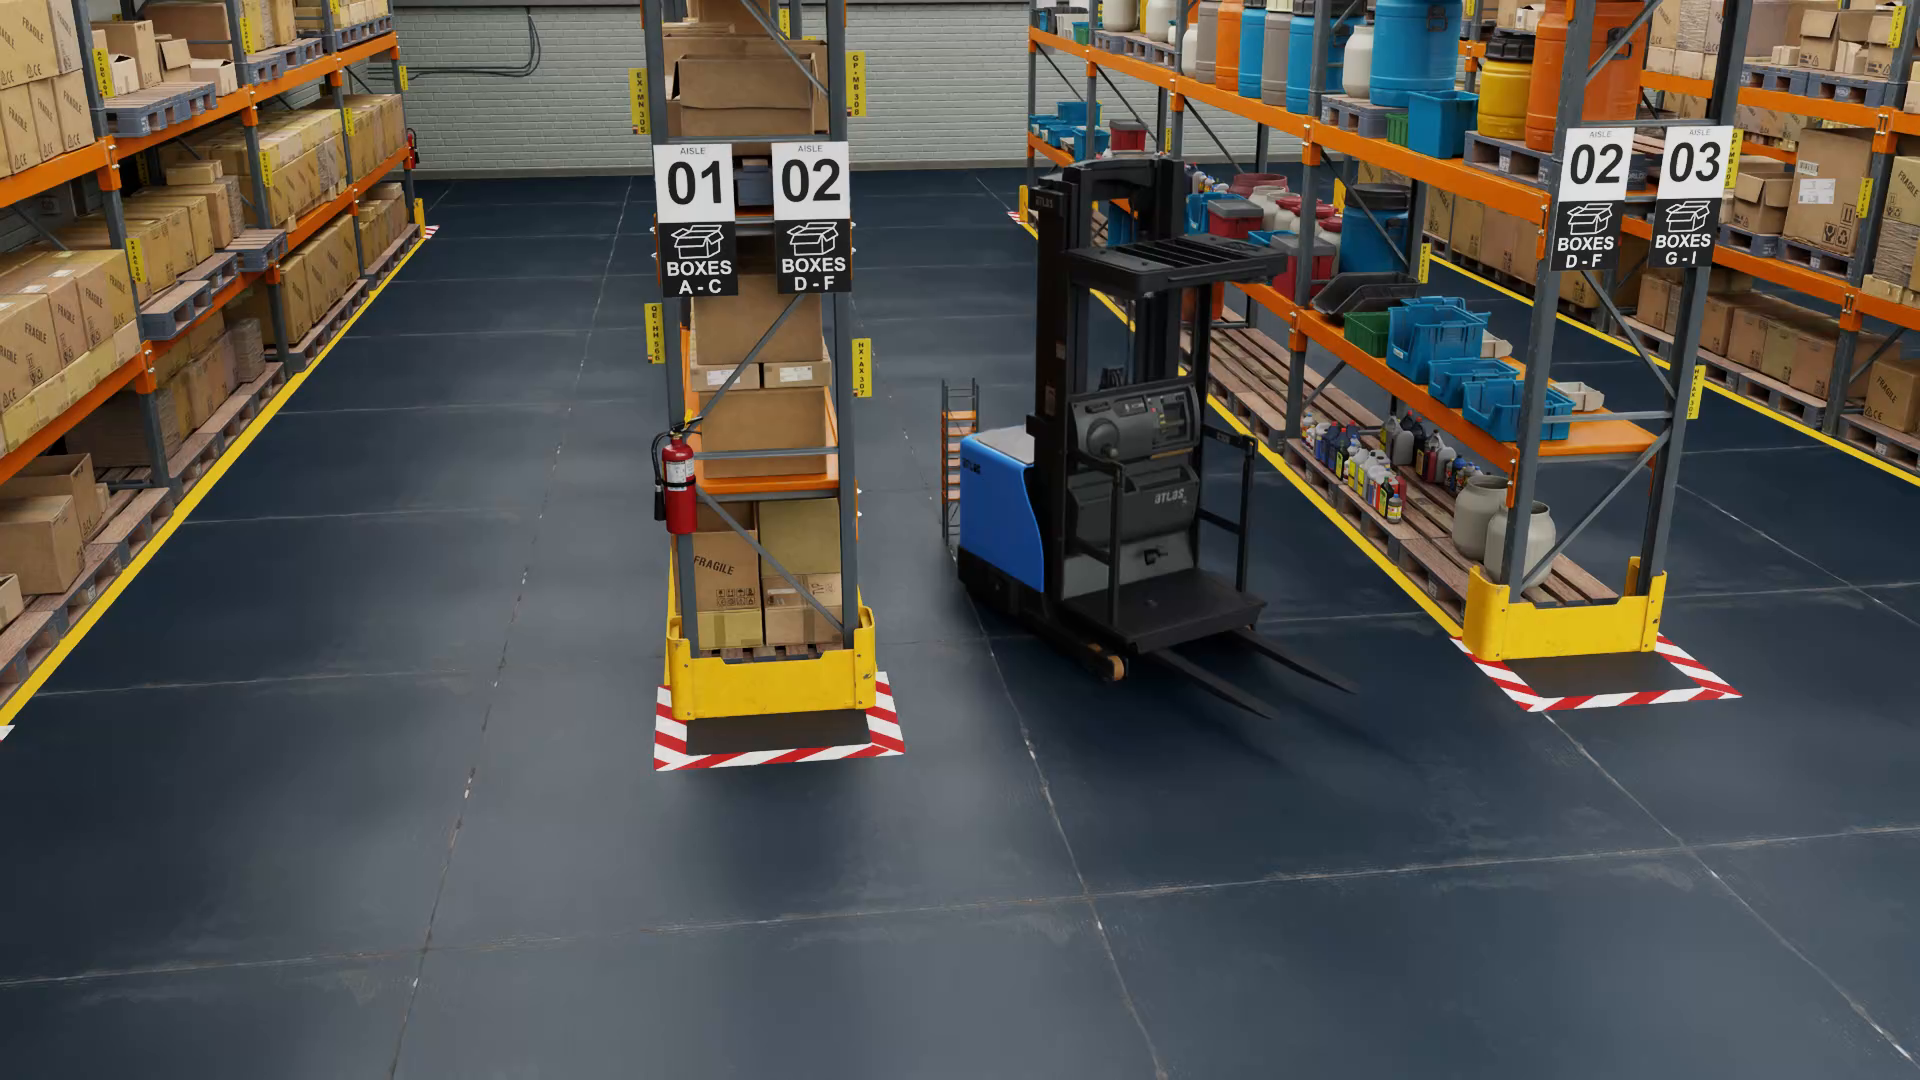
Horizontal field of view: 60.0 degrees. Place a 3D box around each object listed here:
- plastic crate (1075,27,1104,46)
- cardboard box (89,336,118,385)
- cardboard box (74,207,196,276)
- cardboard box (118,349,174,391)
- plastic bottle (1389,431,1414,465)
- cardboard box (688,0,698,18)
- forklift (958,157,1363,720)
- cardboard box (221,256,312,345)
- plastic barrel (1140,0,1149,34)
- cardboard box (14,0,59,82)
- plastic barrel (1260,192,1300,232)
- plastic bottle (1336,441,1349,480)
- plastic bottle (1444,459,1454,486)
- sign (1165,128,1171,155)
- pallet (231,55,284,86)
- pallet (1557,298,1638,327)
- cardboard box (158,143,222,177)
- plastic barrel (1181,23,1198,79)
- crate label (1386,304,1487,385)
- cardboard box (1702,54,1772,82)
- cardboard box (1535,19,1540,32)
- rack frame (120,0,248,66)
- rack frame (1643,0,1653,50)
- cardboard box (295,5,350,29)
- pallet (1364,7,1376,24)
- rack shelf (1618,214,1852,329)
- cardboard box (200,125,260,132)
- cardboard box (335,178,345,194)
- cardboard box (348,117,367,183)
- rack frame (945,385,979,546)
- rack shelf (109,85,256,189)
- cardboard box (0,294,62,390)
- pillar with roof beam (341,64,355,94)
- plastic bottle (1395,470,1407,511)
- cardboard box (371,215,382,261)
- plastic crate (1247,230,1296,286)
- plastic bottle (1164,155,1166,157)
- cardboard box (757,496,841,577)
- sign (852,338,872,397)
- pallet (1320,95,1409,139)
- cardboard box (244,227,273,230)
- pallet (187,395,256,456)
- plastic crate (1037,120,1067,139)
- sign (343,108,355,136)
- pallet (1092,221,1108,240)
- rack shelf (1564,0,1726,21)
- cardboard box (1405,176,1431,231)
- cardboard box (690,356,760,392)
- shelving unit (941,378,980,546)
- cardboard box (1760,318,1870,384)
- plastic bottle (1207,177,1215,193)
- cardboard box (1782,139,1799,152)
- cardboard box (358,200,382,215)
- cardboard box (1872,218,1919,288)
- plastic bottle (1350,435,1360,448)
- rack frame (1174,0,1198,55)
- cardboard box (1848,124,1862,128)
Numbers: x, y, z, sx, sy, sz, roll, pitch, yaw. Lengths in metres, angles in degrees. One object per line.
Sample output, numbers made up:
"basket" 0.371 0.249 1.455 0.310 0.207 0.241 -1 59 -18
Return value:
"plastic crate" 1.725 -6.314 20.849 0.450 0.188 0.662 -3 21 -8
"cardboard box" -6.133 -1.224 11.393 0.500 0.250 0.500 -3 21 -8
"cardboard box" -6.804 -2.458 13.738 0.700 0.500 0.500 0 20 0
"cardboard box" -6.754 -1.399 13.548 0.500 0.250 0.500 -3 21 -9
"plastic bottle" 3.501 -0.746 13.189 0.152 0.276 0.135 -3 21 -8
"cardboard box" -2.622 -5.684 17.973 0.600 0.600 0.600 -4 21 -10
"forklift" 1.185 -0.707 9.920 1.130 2.935 3.031 -12 24 -29
"cardboard box" -7.118 -2.443 16.941 0.750 0.750 0.750 -3 21 -8
"plastic barrel" 2.418 -6.261 19.535 0.600 0.588 0.600 0 20 0
"cardboard box" -6.134 -3.186 10.573 0.500 0.500 0.500 -2 21 -5
"plastic barrel" 3.082 -3.052 15.942 0.421 0.512 0.421 0 20 0
"plastic bottle" 2.954 -0.615 12.829 0.061 0.283 0.133 -2 21 -5
"plastic bottle" 3.755 -0.519 12.689 0.097 0.201 0.097 0 20 0
"sign" 2.630 -5.033 21.009 0.100 0.325 0.005 -3 21 -8
"pallet" -7.287 -4.529 16.037 1.213 0.211 1.003 -2 21 -5
"pallet" 7.524 -2.712 19.175 1.003 0.211 1.213 -3 21 -8
"cardboard box" -7.463 -3.682 16.120 0.500 0.250 0.500 -2 21 -6
"plastic barrel" 2.404 -4.826 16.403 0.421 0.512 0.421 0 20 0
"crate label" 3.282 -1.362 11.524 0.502 0.435 0.616 -3 21 -8
"cardboard box" 7.536 -4.545 16.026 0.500 0.250 0.500 -2 21 -7
"cardboard box" 7.053 -6.087 19.699 0.380 0.149 0.250 -4 21 -10
"rack frame" -7.141 -5.802 14.889 1.000 3.000 0.127 -3 21 -8
"rack frame" 7.563 -6.552 16.896 1.000 3.000 0.127 -3 21 -8
"cardboard box" -7.557 -6.208 19.734 0.500 0.250 0.500 -3 21 -8
"pallet" 6.527 -7.618 24.166 1.003 0.211 1.213 -3 21 -8
"rack shelf" 7.852 -2.712 16.218 1.077 0.370 4.000 -3 21 -8
"cardboard box" -7.679 -4.216 17.549 0.500 0.250 0.500 -3 21 -9
"cardboard box" -7.329 -4.079 19.182 0.380 0.149 0.250 -3 21 -7
"cardboard box" -7.780 -4.706 20.100 0.980 0.700 0.700 -3 21 -7
"rack frame" 0.015 -0.525 11.908 0.240 1.200 0.006 -3 21 -8
"rack shelf" -6.853 -3.367 13.686 1.077 0.370 4.000 -3 21 -8
"cardboard box" -5.975 -1.222 10.314 0.500 0.500 0.500 -2 21 -6
"pillar with roof beam" -5.280 -9.680 25.273 9.100 9.000 0.400 -3 21 -8
"plastic bottle" 3.213 -0.363 12.155 0.061 0.283 0.133 -3 21 -8
"cardboard box" -7.794 -3.841 21.184 0.700 0.500 0.500 -3 21 -8
"plastic crate" 2.772 -2.465 14.552 0.392 0.384 0.575 -3 21 -8
"plastic bottle" 2.515 -4.572 20.346 0.152 0.276 0.135 -3 21 -8
"cardboard box" -1.018 -0.103 10.462 0.500 0.500 0.500 -3 21 -8
"sign" -0.537 -0.942 9.099 0.100 0.325 0.005 -3 21 -8
"pallet" 3.439 -3.178 12.421 1.213 0.211 1.003 -3 21 -8
"cardboard box" -6.960 -3.009 16.316 0.380 0.149 0.250 -3 21 -9
"pallet" -6.858 -0.993 14.574 1.003 0.211 1.213 -3 21 -8
"plastic crate" 1.314 -5.881 23.828 0.416 0.233 0.300 -3 21 -8
"sign" -7.183 -4.913 19.541 0.100 0.325 0.005 -3 21 -8
"pallet" 1.762 -4.246 23.283 1.003 0.211 1.213 -3 21 -8
"rack shelf" 3.527 -3.700 10.861 1.077 0.370 4.000 -3 21 -8
"cardboard box" 6.841 -4.872 23.409 0.875 0.875 0.875 -3 21 -8
"cardboard box" -1.330 -0.946 9.393 0.380 0.149 0.250 -3 21 -9
"shelving unit" 0.002 -0.557 11.993 0.258 1.200 0.189 -3 21 -8
"cardboard box" 8.023 -1.771 15.615 0.700 0.500 0.500 -3 21 -8
"plastic bottle" 2.811 -3.925 18.622 0.097 0.271 0.097 0 20 0
"cardboard box" 11.492 -5.394 22.731 0.380 0.149 0.250 -3 21 -9
"cardboard box" -7.669 -4.279 21.430 0.380 0.149 0.250 -4 21 -9
"cardboard box" 8.144 -2.383 13.743 0.875 0.500 0.500 -3 21 -8
"plastic bottle" 3.085 -0.690 13.047 0.097 0.271 0.097 0 20 0
"rack frame" 2.662 -6.302 16.227 1.000 3.000 0.127 -3 21 -8
"cardboard box" 11.588 -5.221 21.242 0.380 0.149 0.250 -2 21 -6
